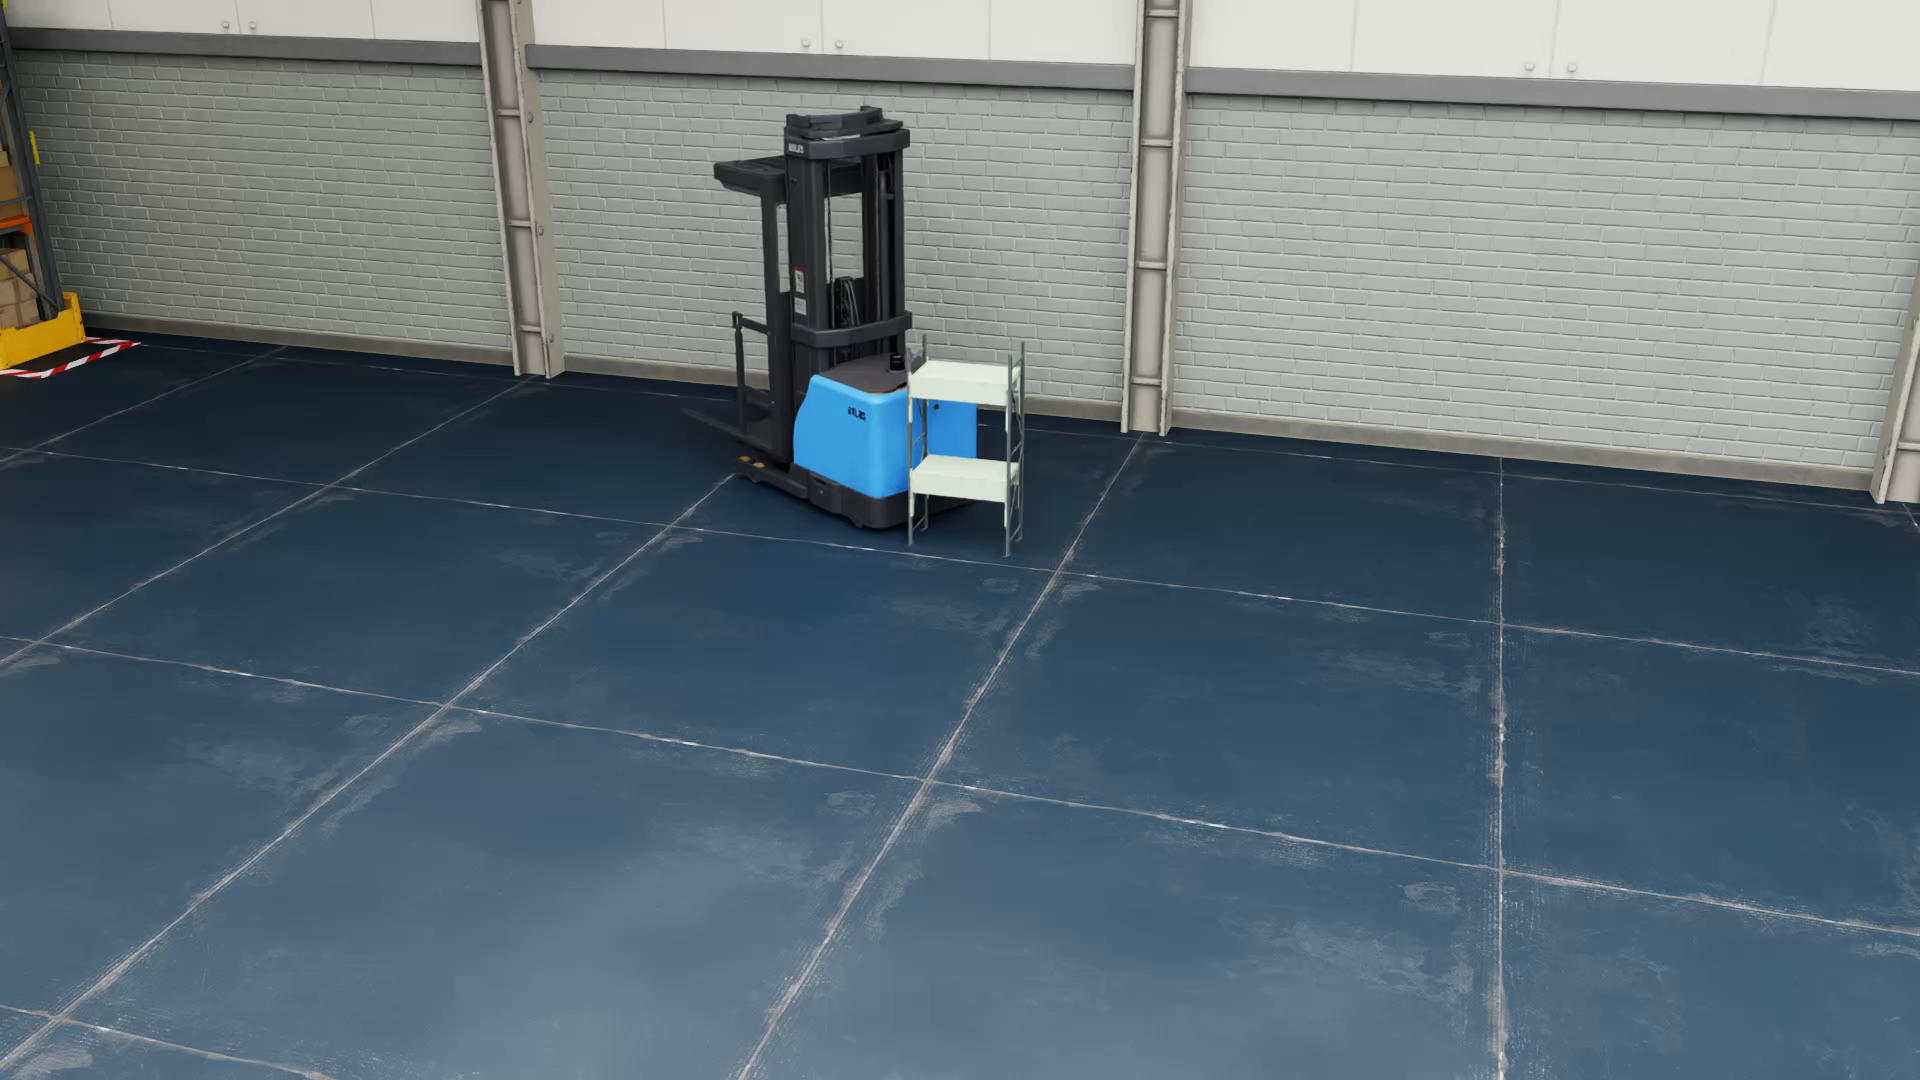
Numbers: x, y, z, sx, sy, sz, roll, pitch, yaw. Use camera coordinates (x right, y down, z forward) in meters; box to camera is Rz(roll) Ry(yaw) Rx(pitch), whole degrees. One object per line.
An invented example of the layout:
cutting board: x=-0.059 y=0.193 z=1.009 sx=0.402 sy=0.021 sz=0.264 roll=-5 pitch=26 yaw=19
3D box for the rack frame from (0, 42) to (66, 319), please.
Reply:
rack frame: x=-9.442 y=-3.281 z=16.317 sx=0.127 sy=3.000 sz=1.000 roll=7 pitch=23 yaw=16

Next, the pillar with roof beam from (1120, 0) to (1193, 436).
pillar with roof beam: x=0.397 y=-3.581 z=9.142 sx=0.400 sy=9.000 sz=9.100 roll=7 pitch=23 yaw=16

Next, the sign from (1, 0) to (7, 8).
sign: x=-9.276 y=-5.311 z=16.056 sx=0.005 sy=0.325 sz=0.100 roll=7 pitch=23 yaw=16

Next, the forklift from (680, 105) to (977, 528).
forklift: x=-1.195 y=-1.924 z=13.097 sx=1.130 sy=2.935 sz=3.031 roll=-18 pitch=28 yaw=-37

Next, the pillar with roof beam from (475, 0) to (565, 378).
pillar with roof beam: x=-5.347 y=-4.239 z=10.746 sx=0.400 sy=9.000 sz=9.100 roll=7 pitch=23 yaw=16

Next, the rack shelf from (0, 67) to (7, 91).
rack shelf: x=-11.357 y=-4.555 z=16.418 sx=4.000 sy=0.370 sz=1.077 roll=7 pitch=23 yaw=16

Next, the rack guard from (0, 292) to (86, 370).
rack guard: x=-9.419 y=-2.122 z=16.785 sx=0.348 sy=0.500 sz=1.175 roll=7 pitch=23 yaw=16

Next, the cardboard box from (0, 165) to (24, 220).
cardboard box: x=-9.836 y=-3.483 z=16.676 sx=0.500 sy=0.500 sz=0.500 roll=7 pitch=23 yaw=17

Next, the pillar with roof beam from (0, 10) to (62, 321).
pillar with roof beam: x=-11.092 y=-4.896 z=12.349 sx=0.400 sy=9.000 sz=9.100 roll=7 pitch=23 yaw=16

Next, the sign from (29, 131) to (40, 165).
sign: x=-9.276 y=-3.919 z=16.627 sx=0.005 sy=0.325 sz=0.100 roll=7 pitch=23 yaw=16

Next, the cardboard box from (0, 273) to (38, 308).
cardboard box: x=-9.832 y=-2.562 z=16.973 sx=0.500 sy=0.250 sz=0.500 roll=7 pitch=23 yaw=16

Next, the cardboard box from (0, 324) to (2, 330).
cardboard box: x=-9.983 y=-2.140 z=16.604 sx=0.500 sy=0.250 sz=0.500 roll=7 pitch=23 yaw=16

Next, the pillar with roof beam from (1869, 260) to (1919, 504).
pillar with roof beam: x=6.141 y=-2.923 z=7.539 sx=0.400 sy=9.000 sz=9.100 roll=7 pitch=23 yaw=16

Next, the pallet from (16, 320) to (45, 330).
pallet: x=-10.186 y=-2.060 z=17.013 sx=1.213 sy=0.211 sz=1.003 roll=7 pitch=23 yaw=16

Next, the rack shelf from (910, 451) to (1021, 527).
rack shelf: x=0.044 y=-0.376 z=12.069 sx=0.720 sy=0.370 sz=0.431 roll=6 pitch=23 yaw=15

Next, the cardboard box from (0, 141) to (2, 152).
cardboard box: x=-9.702 y=-3.880 z=16.397 sx=0.250 sy=0.149 sz=0.380 roll=6 pitch=23 yaw=14

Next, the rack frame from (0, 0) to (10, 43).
rack frame: x=-9.442 y=-6.057 z=15.178 sx=0.127 sy=3.000 sz=1.000 roll=7 pitch=23 yaw=16

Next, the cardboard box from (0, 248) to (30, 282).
cardboard box: x=-9.847 y=-2.787 z=16.865 sx=0.500 sy=0.250 sz=0.500 roll=6 pitch=23 yaw=15

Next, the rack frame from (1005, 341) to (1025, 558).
rack frame: x=0.395 y=-0.638 z=11.849 sx=0.023 sy=1.500 sz=0.400 roll=6 pitch=23 yaw=15

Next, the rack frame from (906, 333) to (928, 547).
rack frame: x=-0.307 y=-0.717 z=12.042 sx=0.023 sy=1.500 sz=0.400 roll=6 pitch=23 yaw=15

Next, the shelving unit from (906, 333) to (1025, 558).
shelving unit: x=0.044 y=-0.677 z=11.945 sx=0.755 sy=1.500 sz=0.431 roll=6 pitch=23 yaw=15

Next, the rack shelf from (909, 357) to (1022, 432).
rack shelf: x=0.044 y=-1.038 z=11.797 sx=0.720 sy=0.370 sz=0.431 roll=6 pitch=23 yaw=15

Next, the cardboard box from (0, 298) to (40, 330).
cardboard box: x=-9.855 y=-2.328 z=17.063 sx=0.500 sy=0.250 sz=0.500 roll=7 pitch=23 yaw=16

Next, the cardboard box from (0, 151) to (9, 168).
cardboard box: x=-9.692 y=-3.759 z=16.495 sx=0.250 sy=0.149 sz=0.380 roll=6 pitch=23 yaw=14

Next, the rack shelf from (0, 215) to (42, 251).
rack shelf: x=-11.357 y=-3.168 z=16.988 sx=4.000 sy=0.370 sz=1.077 roll=7 pitch=23 yaw=16
